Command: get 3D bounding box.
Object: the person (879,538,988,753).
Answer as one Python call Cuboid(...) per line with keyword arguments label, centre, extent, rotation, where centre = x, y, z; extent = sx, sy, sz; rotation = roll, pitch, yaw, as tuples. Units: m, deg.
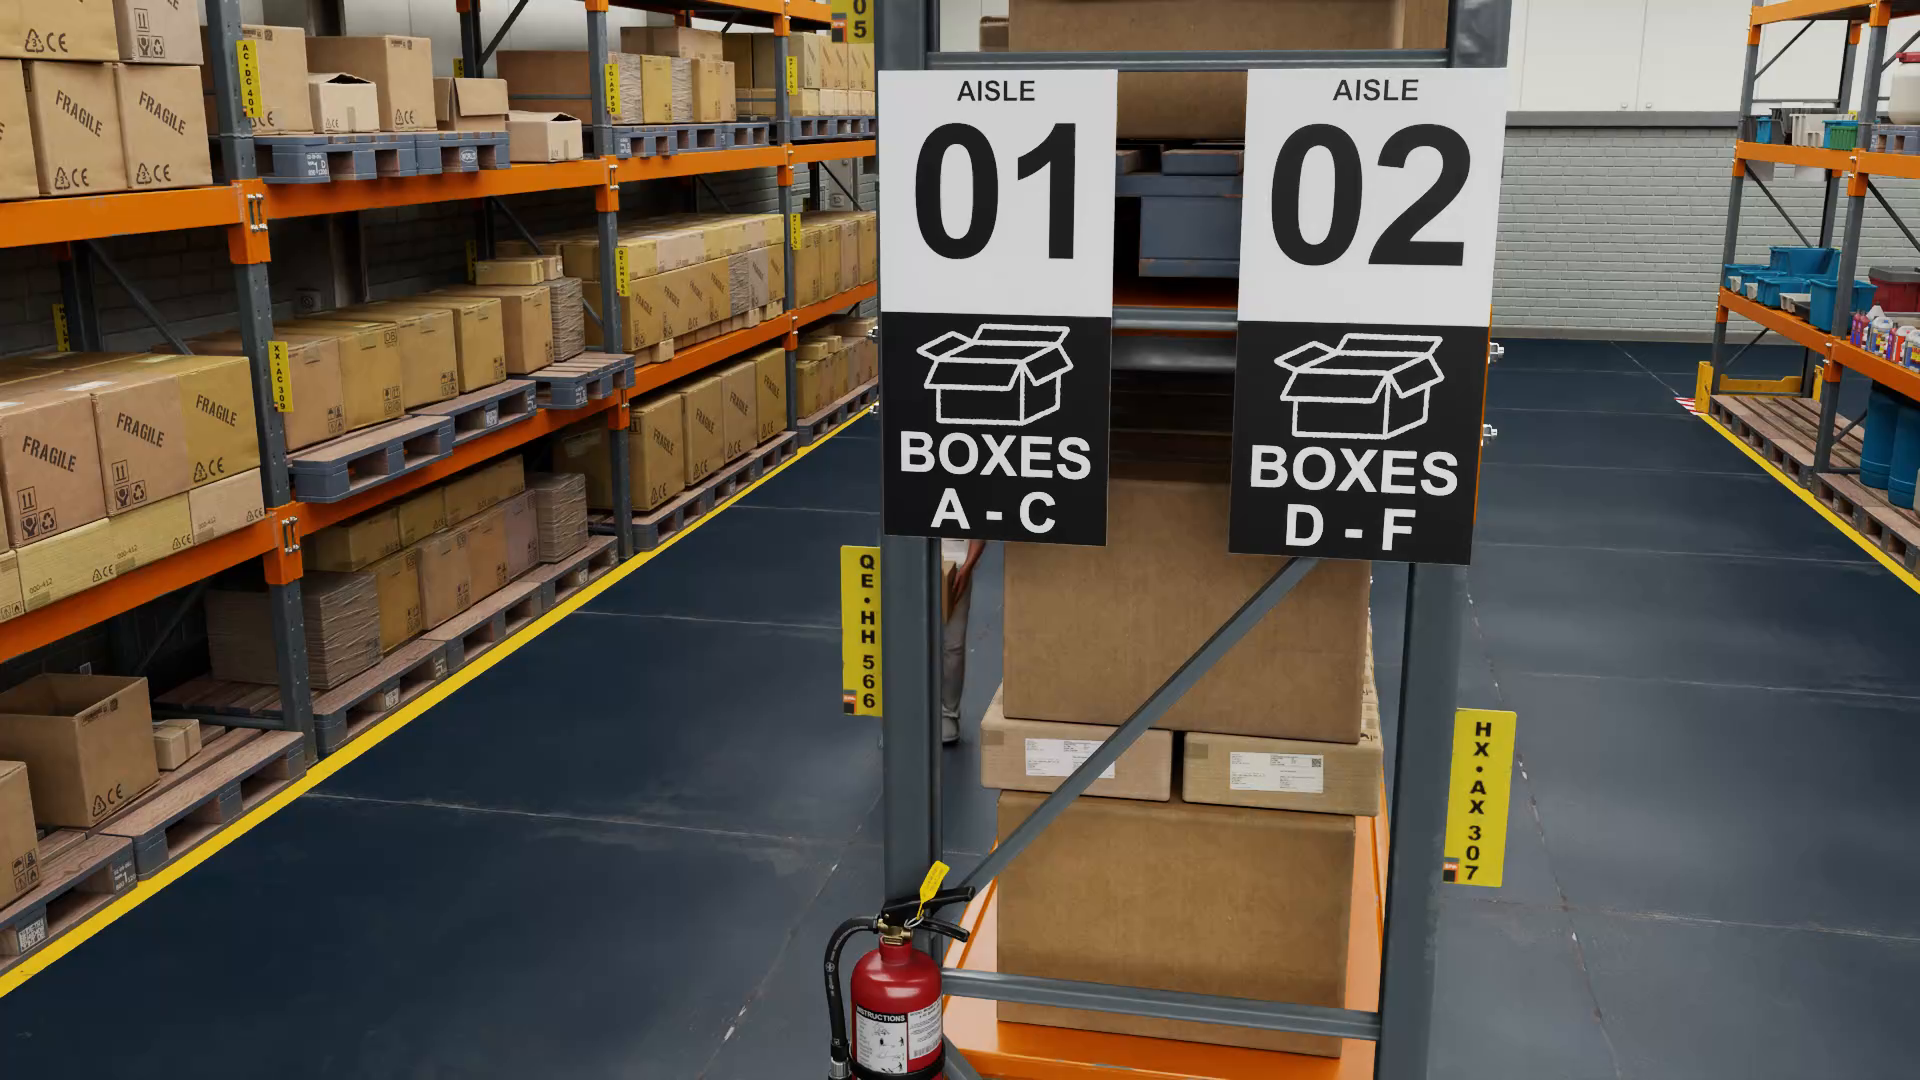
Cuboid(label="person", centre=(-0.122, 0.173, 8.255), extent=(0.556, 1.770, 0.552), rotation=(3, 15, 11))
